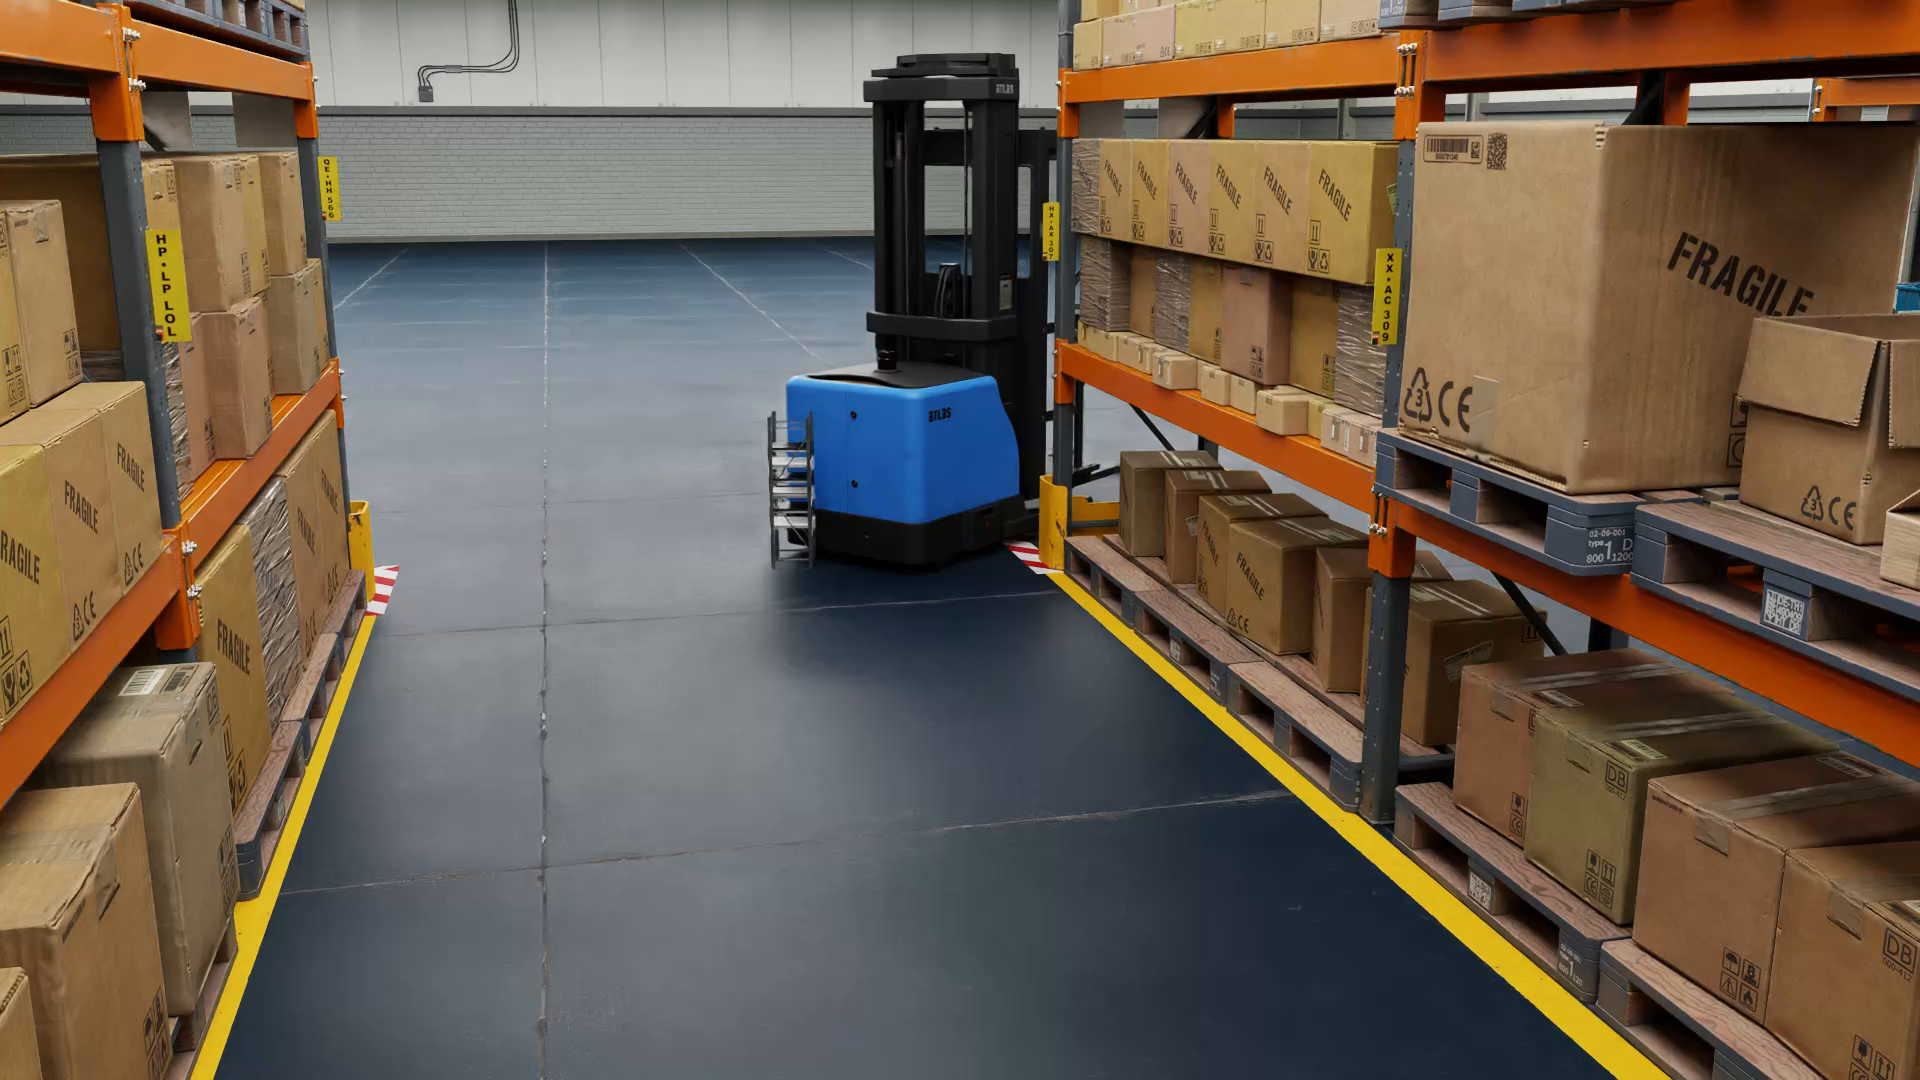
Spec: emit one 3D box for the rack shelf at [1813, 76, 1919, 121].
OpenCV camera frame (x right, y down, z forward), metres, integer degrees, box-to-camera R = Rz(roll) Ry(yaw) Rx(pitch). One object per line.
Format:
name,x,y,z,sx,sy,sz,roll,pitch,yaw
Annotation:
rack shelf,6.333,-2.289,8.669,1.077,0.370,4.000,-3,14,-13

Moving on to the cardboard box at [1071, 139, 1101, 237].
cardboard box,0.913,-1.903,8.951,0.500,0.500,0.500,-3,14,-13

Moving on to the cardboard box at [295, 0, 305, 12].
cardboard box,-3.389,-2.643,8.038,0.380,0.149,0.250,-3,14,-13

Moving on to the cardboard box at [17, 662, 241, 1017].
cardboard box,-2.623,0.837,4.537,1.050,0.750,0.750,-3,14,-13

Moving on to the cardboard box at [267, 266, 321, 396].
cardboard box,-3.515,-0.977,7.790,0.875,0.550,0.550,-3,14,-13

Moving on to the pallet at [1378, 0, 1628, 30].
pallet,2.030,-1.661,4.981,1.213,0.211,1.003,-3,14,-13

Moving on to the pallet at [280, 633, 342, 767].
pallet,-3.249,0.703,7.106,1.003,0.211,1.213,-3,14,-13

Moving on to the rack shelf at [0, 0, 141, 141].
rack shelf,-2.387,-0.837,2.726,1.077,0.370,4.000,-3,14,-13

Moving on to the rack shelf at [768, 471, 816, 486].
rack shelf,-0.981,-0.345,9.703,0.258,0.077,0.200,0,14,1

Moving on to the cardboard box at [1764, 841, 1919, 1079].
cardboard box,2.468,1.069,4.072,0.700,0.500,0.500,-2,14,-8

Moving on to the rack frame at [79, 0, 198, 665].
rack frame,-2.857,-0.190,4.885,1.000,3.000,0.127,-3,14,-13

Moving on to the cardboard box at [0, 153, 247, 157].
cardboard box,-3.528,-1.364,7.099,0.875,0.550,0.550,-3,14,-13

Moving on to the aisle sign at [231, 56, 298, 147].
aisle sign,-3.521,-2.409,8.489,0.394,0.787,0.004,-3,14,-13

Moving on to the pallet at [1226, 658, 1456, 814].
pallet,1.796,0.758,6.879,1.003,0.211,1.213,-3,14,-13

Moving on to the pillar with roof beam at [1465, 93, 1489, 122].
pillar with roof beam,6.677,-10.292,33.593,9.100,9.000,0.400,-3,14,-13

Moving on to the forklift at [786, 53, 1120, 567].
forklift,0.213,-1.565,10.659,1.130,2.935,3.031,10,17,34

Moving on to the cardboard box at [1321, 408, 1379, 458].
cardboard box,1.603,-0.413,6.326,0.380,0.149,0.250,-3,14,-13

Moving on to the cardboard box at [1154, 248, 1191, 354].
cardboard box,1.461,-1.204,8.199,0.875,0.500,0.500,-3,14,-13

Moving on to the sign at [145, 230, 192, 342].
sign,-2.332,-0.747,4.890,0.100,0.325,0.005,-3,14,-13

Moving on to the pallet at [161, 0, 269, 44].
pallet,-3.322,-2.075,6.465,1.003,0.211,1.213,-3,14,-13

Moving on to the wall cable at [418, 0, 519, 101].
wall cable,-11.341,-13.091,37.885,2.305,6.003,0.169,-3,14,-13

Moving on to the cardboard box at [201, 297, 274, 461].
cardboard box,-3.119,-0.604,6.264,0.875,0.550,0.550,-3,14,-13

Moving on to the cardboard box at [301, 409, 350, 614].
cardboard box,-3.573,-0.132,8.240,0.875,0.875,0.875,-3,14,-13

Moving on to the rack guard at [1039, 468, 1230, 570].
rack guard,1.067,-0.134,9.924,1.175,0.500,0.348,-3,14,-13

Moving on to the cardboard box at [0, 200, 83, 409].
cardboard box,-2.734,-0.610,4.287,0.700,0.500,0.500,-4,14,-14

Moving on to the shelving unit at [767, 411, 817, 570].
shelving unit,-0.981,-0.290,9.717,0.258,0.900,0.210,0,14,1

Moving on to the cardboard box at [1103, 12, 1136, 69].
cardboard box,1.038,-2.506,8.361,0.500,0.250,0.500,-4,14,-14

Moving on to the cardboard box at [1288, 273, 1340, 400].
cardboard box,1.860,-0.861,6.794,0.875,0.500,0.500,-3,14,-13

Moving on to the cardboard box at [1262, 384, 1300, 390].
cardboard box,1.505,-0.590,7.052,0.380,0.149,0.250,-3,14,-13

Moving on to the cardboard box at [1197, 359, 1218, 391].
cardboard box,1.330,-0.763,7.761,0.380,0.149,0.250,-3,14,-13

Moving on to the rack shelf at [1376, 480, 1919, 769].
rack shelf,2.458,0.367,4.118,1.077,0.370,4.000,-3,14,-13

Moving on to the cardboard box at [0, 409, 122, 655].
cardboard box,-2.356,-0.017,3.965,0.500,0.500,0.500,-3,14,-14

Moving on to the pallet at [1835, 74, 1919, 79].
pallet,5.963,-2.811,9.692,1.003,0.211,1.213,-3,14,-13

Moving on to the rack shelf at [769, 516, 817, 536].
rack shelf,-0.981,-0.082,9.767,0.258,0.077,0.200,0,14,1

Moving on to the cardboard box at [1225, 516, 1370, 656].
cardboard box,1.569,0.202,7.663,0.500,0.500,0.500,-5,14,-18

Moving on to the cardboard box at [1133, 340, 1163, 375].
cardboard box,1.099,-0.933,8.456,0.380,0.149,0.250,-3,14,-13

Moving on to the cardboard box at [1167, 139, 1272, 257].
cardboard box,1.266,-1.557,7.535,0.500,0.500,0.500,-3,14,-13

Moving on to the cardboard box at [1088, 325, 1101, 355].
cardboard box,0.924,-1.106,9.164,0.380,0.149,0.250,-3,14,-13

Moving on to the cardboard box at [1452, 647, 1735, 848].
cardboard box,2.112,0.700,5.581,0.700,0.500,0.500,-4,14,-18

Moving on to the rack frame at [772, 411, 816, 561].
rack frame,-0.979,-0.314,9.815,0.240,0.900,0.006,0,14,1

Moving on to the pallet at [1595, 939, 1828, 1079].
pallet,2.463,1.373,4.363,1.003,0.211,1.213,-3,14,-13

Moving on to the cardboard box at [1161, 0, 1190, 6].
cardboard box,1.161,-2.566,7.764,0.380,0.149,0.250,-4,14,-16

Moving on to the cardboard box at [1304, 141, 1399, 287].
cardboard box,1.615,-1.211,6.118,0.500,0.500,0.500,-3,14,-13

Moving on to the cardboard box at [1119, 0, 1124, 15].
cardboard box,1.035,-2.751,8.523,0.380,0.149,0.250,-4,14,-14

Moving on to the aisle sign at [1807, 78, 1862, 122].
aisle sign,5.562,-2.905,10.521,0.394,0.787,0.004,-3,14,-13

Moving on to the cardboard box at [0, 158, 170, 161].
cardboard box,-3.152,-0.995,5.588,0.875,0.550,0.550,-3,14,-13

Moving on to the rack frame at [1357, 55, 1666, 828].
rack frame,1.988,-0.443,5.922,1.000,3.000,0.127,-3,14,-13

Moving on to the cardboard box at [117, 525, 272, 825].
cardboard box,-2.936,0.489,5.698,0.875,0.875,0.875,-3,14,-12

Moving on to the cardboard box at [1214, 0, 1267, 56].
cardboard box,1.390,-2.157,6.930,0.500,0.250,0.500,-3,14,-14

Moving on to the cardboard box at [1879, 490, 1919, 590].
cardboard box,2.274,-0.029,3.624,0.396,0.266,0.258,-4,14,-15

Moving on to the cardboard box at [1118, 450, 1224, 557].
cardboard box,1.179,-0.211,9.352,0.500,0.500,0.500,-1,14,-3
